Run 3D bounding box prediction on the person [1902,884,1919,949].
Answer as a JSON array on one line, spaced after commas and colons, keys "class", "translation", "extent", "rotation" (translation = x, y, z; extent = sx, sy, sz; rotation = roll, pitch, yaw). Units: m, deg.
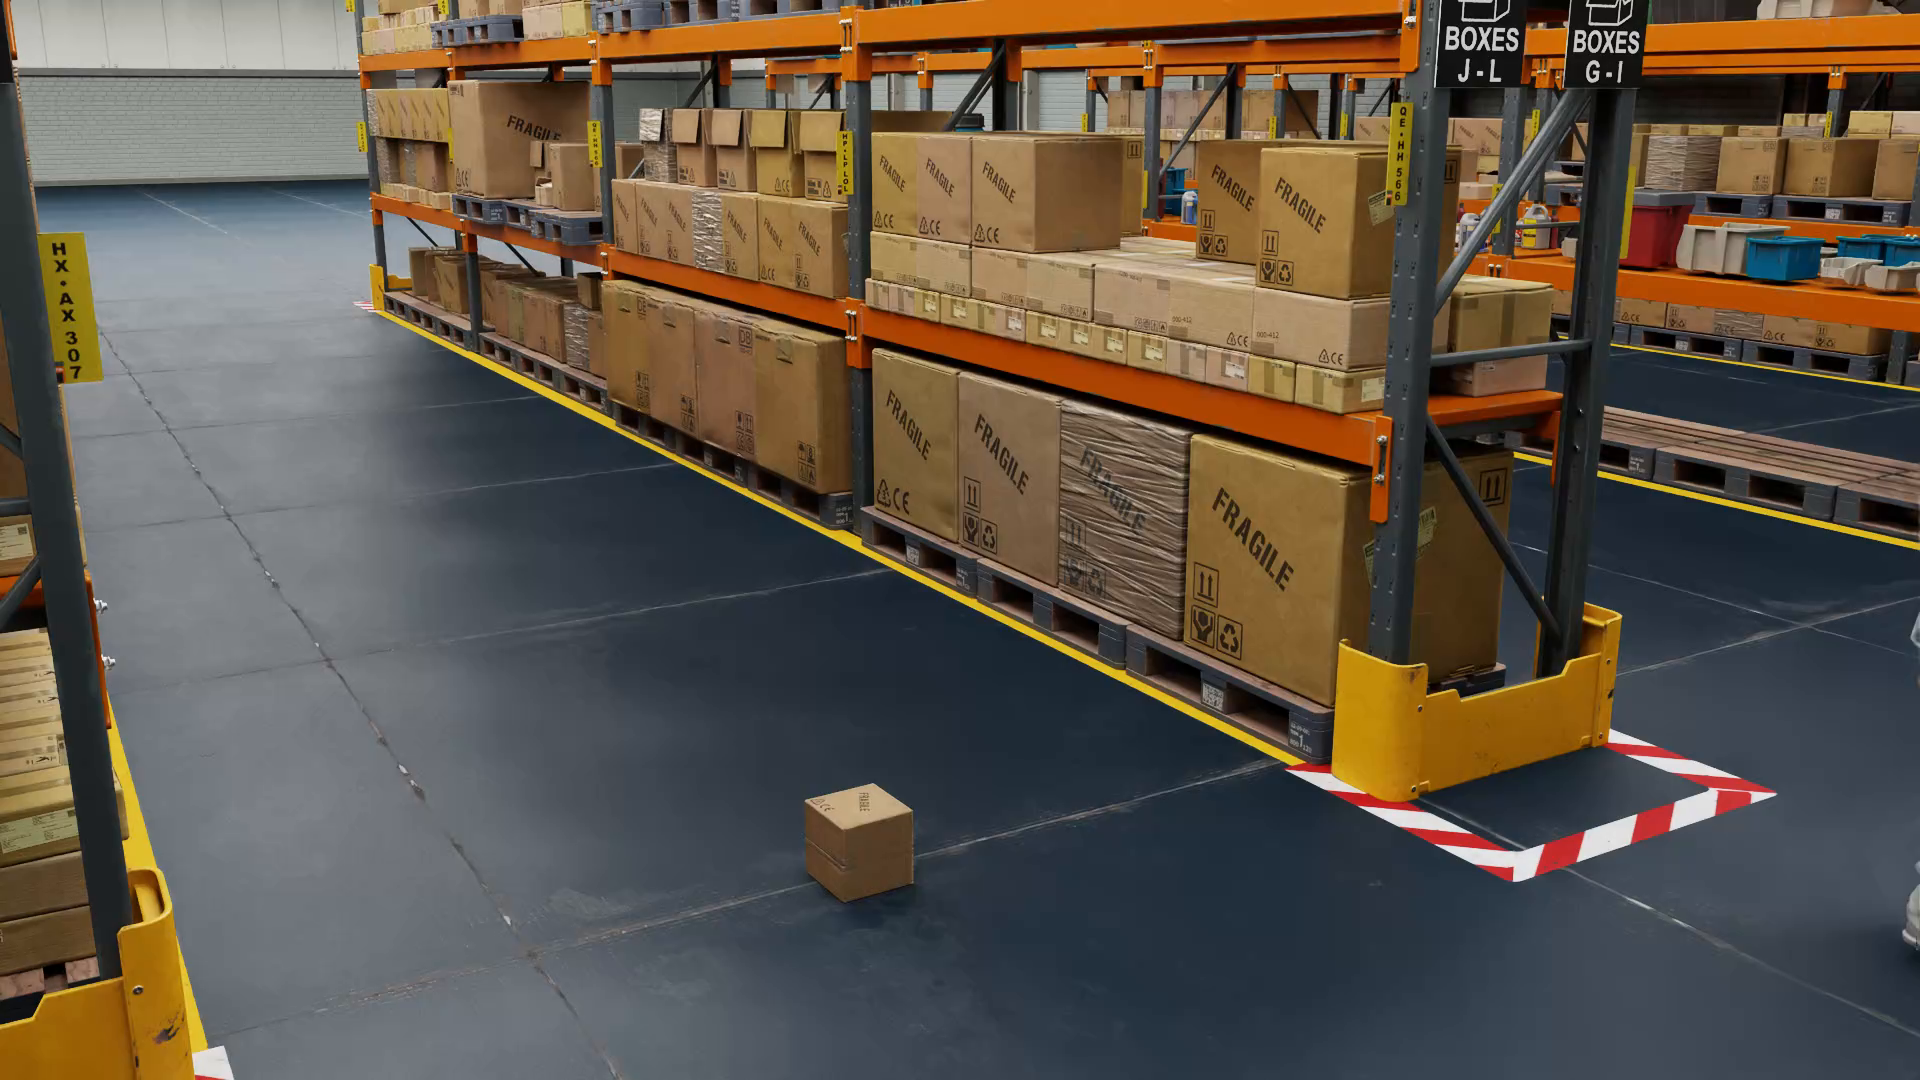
[{"class": "person", "translation": [2.953, 0.401, 4.589], "extent": [0.504, 1.734, 0.511], "rotation": [2, 15, 7]}]
